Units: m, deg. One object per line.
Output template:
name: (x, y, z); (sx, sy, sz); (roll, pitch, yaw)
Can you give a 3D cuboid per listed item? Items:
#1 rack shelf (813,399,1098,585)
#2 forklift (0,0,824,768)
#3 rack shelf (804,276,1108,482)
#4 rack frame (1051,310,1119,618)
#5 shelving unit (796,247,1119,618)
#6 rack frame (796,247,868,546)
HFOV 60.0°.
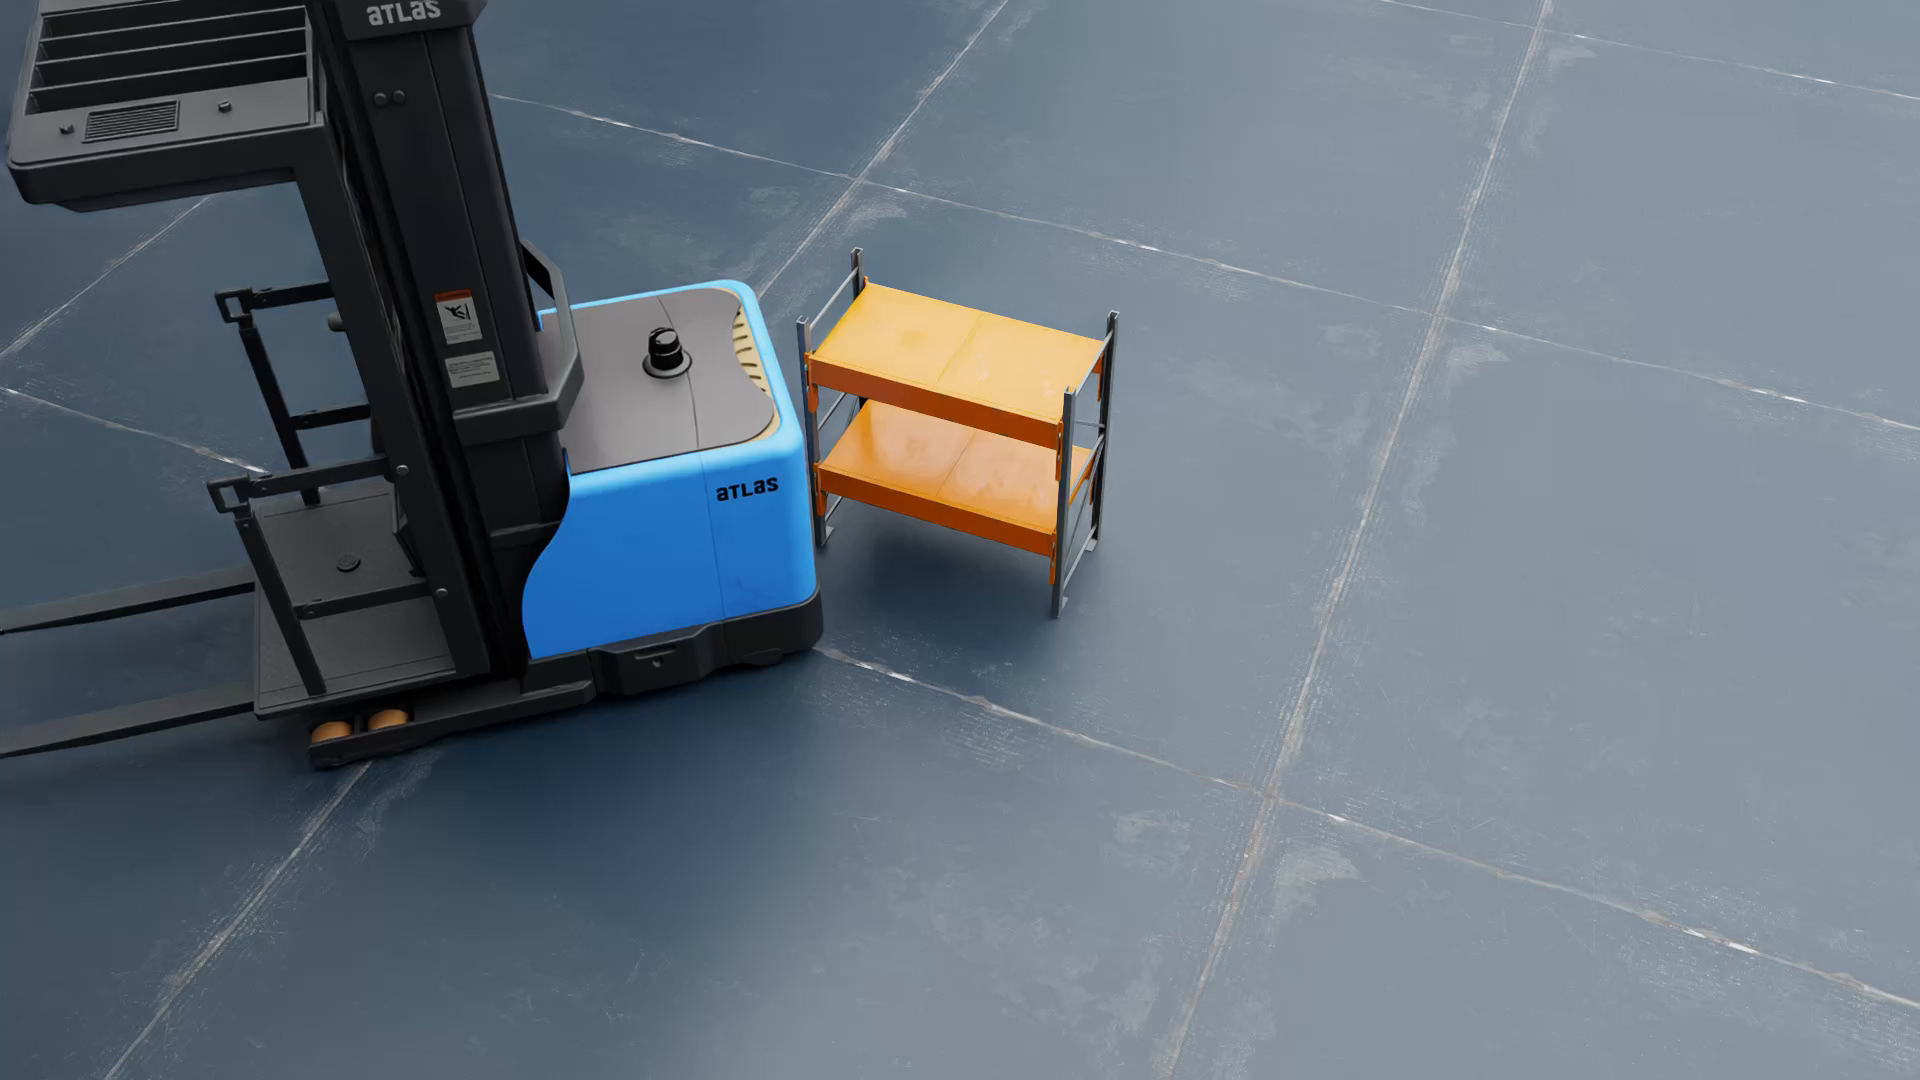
rack shelf: (-0.006, -0.227, 6.528); (1.000, 0.278, 0.538); (16, 47, 16)
forklift: (-2.093, -0.651, 5.326); (3.031, 2.935, 1.130); (-12, 46, -11)
rack shelf: (-0.006, -0.608, 6.149); (1.000, 0.278, 0.538); (16, 47, 16)
rack frame: (0.463, -0.263, 6.216); (0.032, 1.125, 0.500); (16, 47, 16)
shelving unit: (-0.006, -0.401, 6.355); (1.048, 1.125, 0.538); (16, 47, 16)
rack frame: (-0.475, -0.539, 6.494); (0.032, 1.125, 0.500); (16, 47, 16)
